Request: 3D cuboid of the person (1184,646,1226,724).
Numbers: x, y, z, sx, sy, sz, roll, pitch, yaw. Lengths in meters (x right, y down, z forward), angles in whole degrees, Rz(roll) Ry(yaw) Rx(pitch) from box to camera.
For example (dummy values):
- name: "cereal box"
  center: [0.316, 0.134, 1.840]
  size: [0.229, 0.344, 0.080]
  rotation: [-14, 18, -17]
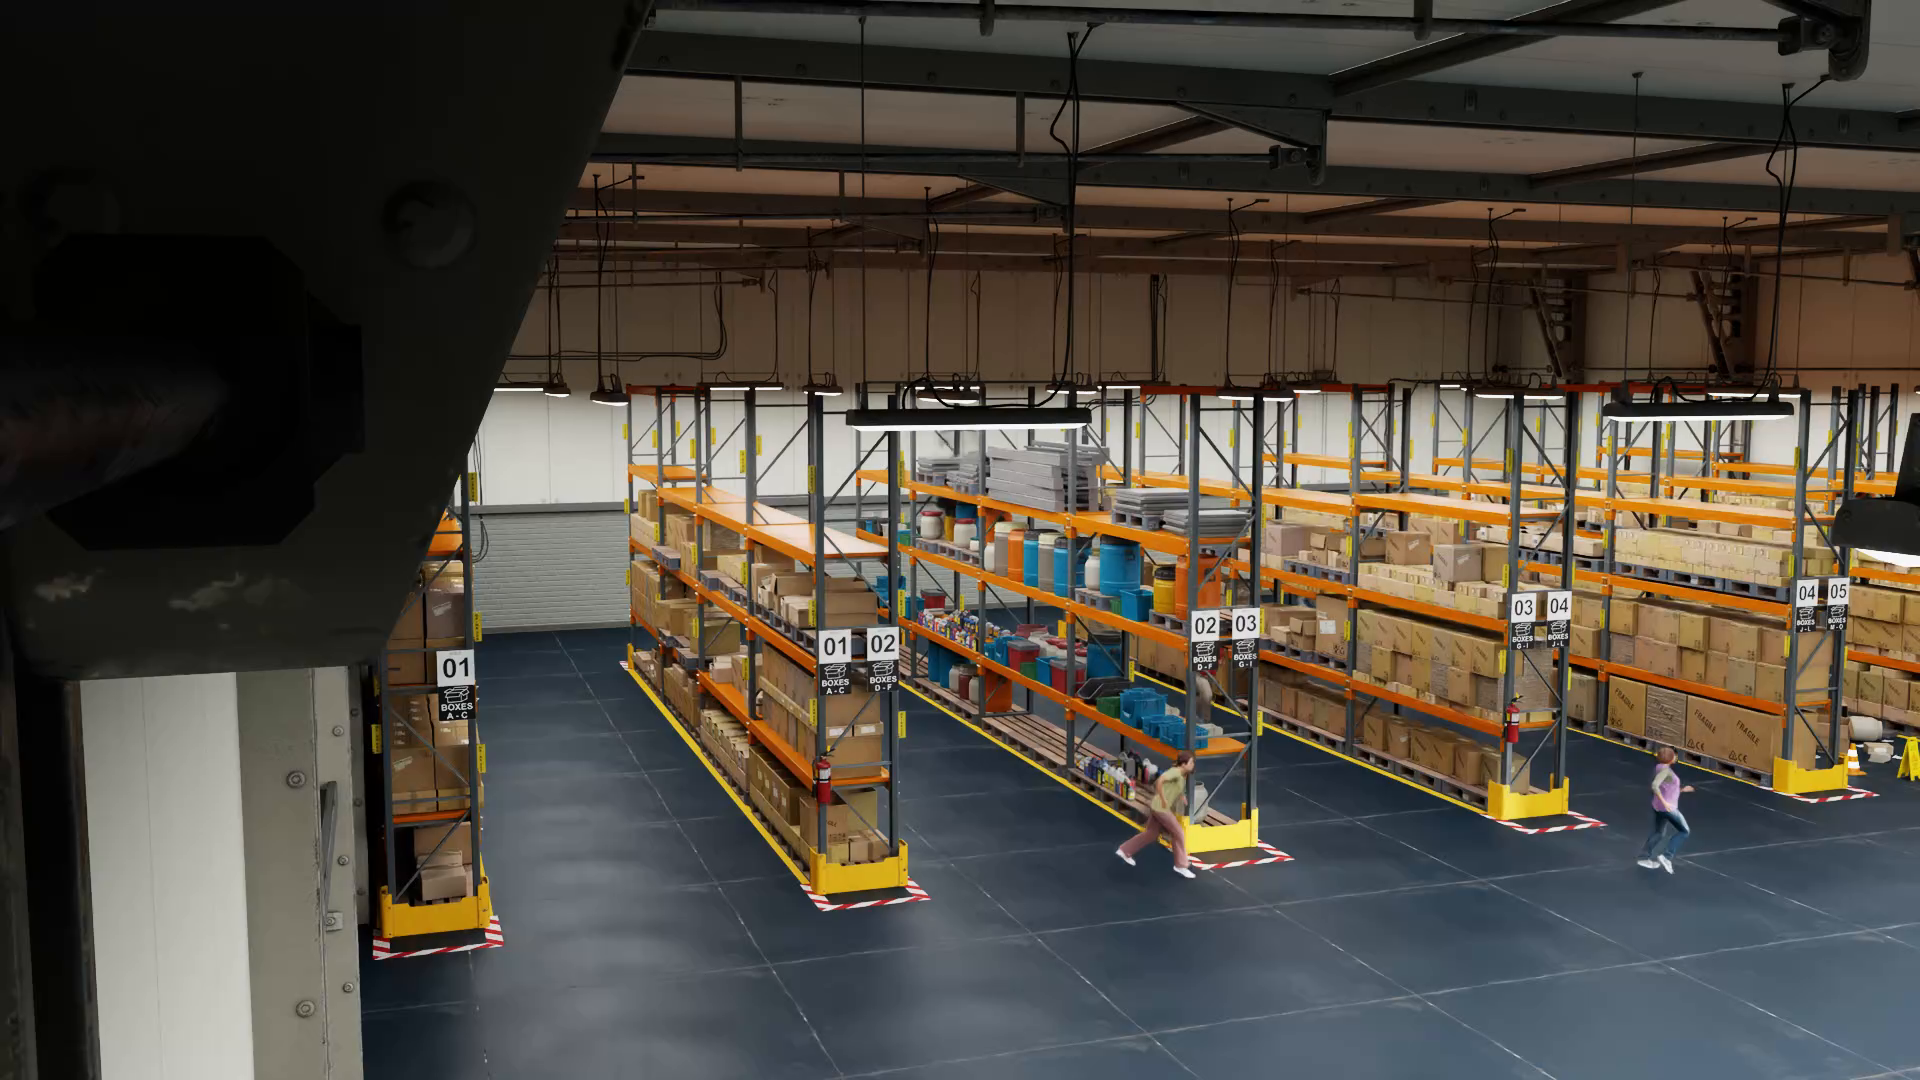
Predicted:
- name: "person"
  center: [4.298, 2.491, 29.223]
  size: [0.650, 1.739, 0.949]
  rotation: [-3, 7, -25]

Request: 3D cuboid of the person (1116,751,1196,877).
- name: "person"
  center: [2.450, 3.442, 20.764]
  size: [1.003, 1.577, 0.615]
  rotation: [1, 6, 14]

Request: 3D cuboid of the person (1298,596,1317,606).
- name: "person"
  center: [8.828, 1.185, 41.874]
  size: [1.023, 1.730, 0.682]
  rotation: [-2, 6, -18]

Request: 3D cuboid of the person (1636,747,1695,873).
- name: "person"
  center: [8.868, 3.382, 20.858]
  size: [0.663, 1.593, 0.510]
  rotation: [1, 6, 6]

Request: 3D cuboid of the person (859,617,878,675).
- name: "person"
  center: [-1.688, 2.261, 31.433]
  size: [0.626, 1.684, 0.920]
  rotation: [-1, 6, -8]
